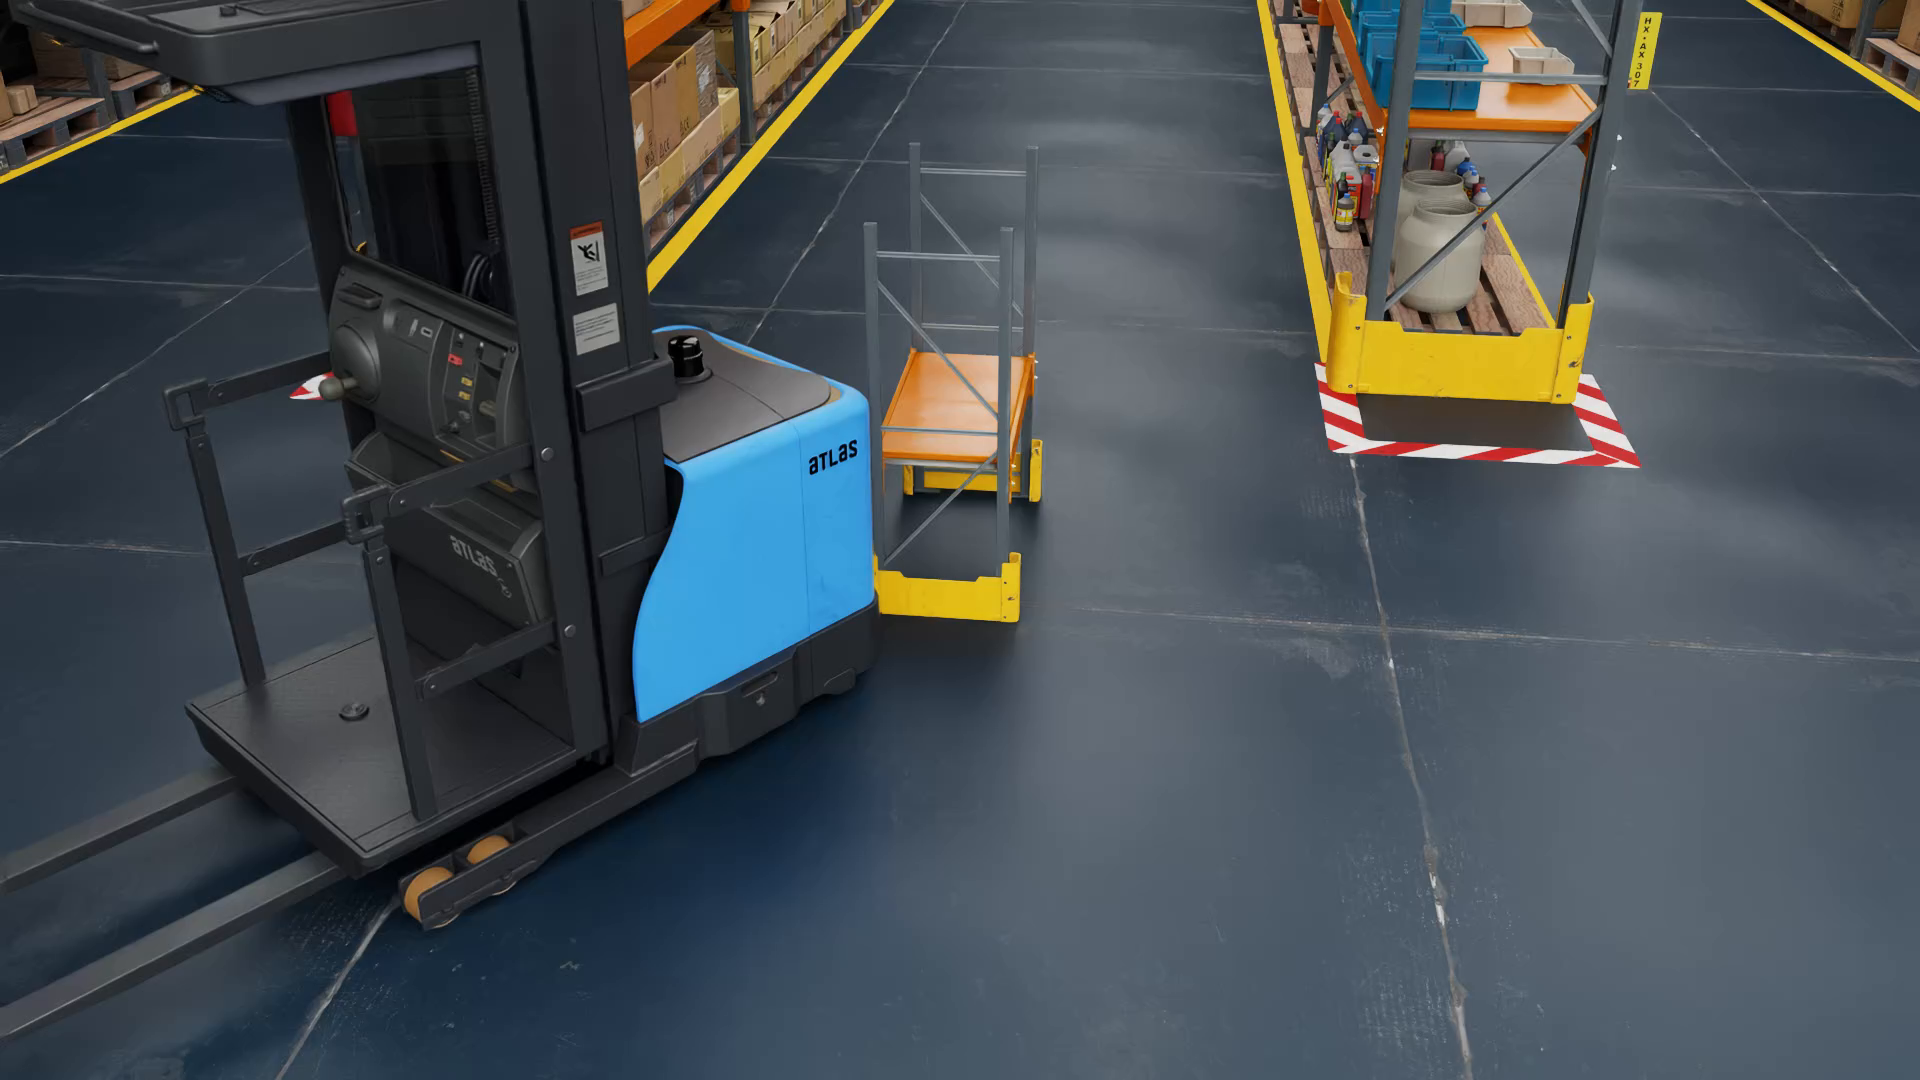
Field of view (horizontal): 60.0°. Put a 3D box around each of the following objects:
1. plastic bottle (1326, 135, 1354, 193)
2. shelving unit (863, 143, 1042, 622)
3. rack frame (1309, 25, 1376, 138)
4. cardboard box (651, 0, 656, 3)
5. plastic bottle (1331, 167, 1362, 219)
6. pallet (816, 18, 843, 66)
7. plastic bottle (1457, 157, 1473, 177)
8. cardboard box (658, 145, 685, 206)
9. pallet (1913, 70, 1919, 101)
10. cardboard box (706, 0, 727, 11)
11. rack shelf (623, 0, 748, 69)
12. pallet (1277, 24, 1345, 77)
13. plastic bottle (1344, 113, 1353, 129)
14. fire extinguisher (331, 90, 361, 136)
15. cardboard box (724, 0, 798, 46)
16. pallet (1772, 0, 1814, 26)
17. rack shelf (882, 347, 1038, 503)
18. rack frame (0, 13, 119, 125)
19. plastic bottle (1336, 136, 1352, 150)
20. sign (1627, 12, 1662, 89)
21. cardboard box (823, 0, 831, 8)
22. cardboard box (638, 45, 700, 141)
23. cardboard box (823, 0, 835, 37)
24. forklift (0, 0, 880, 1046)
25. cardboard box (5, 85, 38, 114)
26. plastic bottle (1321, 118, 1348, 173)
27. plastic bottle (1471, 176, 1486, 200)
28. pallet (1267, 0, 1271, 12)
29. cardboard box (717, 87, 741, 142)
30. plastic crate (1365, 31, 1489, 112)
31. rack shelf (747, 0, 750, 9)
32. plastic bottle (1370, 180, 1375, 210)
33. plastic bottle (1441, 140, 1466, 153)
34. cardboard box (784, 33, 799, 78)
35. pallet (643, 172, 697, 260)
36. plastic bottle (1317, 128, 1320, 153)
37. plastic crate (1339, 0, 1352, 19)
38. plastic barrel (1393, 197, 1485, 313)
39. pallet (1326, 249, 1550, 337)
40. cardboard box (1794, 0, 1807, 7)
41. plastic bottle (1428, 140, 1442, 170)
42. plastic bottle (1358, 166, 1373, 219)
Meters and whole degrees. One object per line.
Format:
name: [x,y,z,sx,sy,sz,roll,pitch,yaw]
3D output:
plastic bottle: [2.337,-2.311,10.206,0.144,0.351,0.185,3,28,6]
shelving unit: [-0.009,-0.624,6.328,0.587,1.500,1.083,3,28,6]
rack frame: [2.923,-3.928,10.879,1.000,3.000,0.127,3,28,6]
cardboard box: [-2.164,-3.568,10.105,0.700,0.500,0.500,4,29,7]
plastic bottle: [2.281,-2.047,9.794,0.152,0.276,0.135,4,29,7]
pallet: [-1.642,-4.488,14.857,1.003,0.211,1.213,3,28,6]
plastic bottle: [3.044,-2.177,10.041,0.097,0.271,0.097,0,28,0]
cardboard box: [-2.011,-2.255,10.229,0.500,0.250,0.500,3,28,6]
pallet: [8.080,-3.355,12.755,1.003,0.211,1.213,3,28,6]
cardboard box: [-2.106,-4.126,13.112,0.500,0.311,0.500,3,28,6]
rack shelf: [-2.237,-2.960,9.839,1.077,0.370,4.000,3,28,6]
pallet: [3.280,-4.221,14.362,1.003,0.211,1.213,3,28,6]
plastic bottle: [2.542,-2.642,10.891,0.061,0.283,0.133,3,28,6]
fire extinguisher: [-2.958,-2.272,7.886,0.296,0.674,0.183,3,28,6]
cardboard box: [-1.566,-4.098,13.059,0.500,0.311,0.500,2,28,5]
pallet: [8.652,-5.235,16.244,1.003,0.211,1.213,3,28,6]
rack shelf: [-0.010,-0.462,6.405,0.538,0.185,1.000,3,28,6]
rack frame: [-6.909,-4.504,11.947,1.000,3.000,0.127,3,28,6]
plastic bottle: [2.409,-2.405,10.463,0.097,0.271,0.097,0,28,0]
sign: [2.979,-2.133,7.255,0.100,0.325,0.005,3,28,6]
cardboard box: [-1.379,-4.816,14.392,0.500,0.311,0.500,3,28,5]
cardboard box: [-1.963,-2.821,10.489,0.500,0.500,0.500,3,28,6]
cardboard box: [-1.384,-4.570,14.527,0.500,0.250,0.500,3,28,6]
forklift: [-1.654,-0.467,4.527,1.130,2.935,3.031,24,36,37]
cardboard box: [-6.945,-3.197,12.044,0.380,0.166,0.250,0,28,0]
plastic bottle: [2.389,-2.511,10.577,0.144,0.351,0.185,2,28,4]
plastic bottle: [3.010,-1.984,9.670,0.061,0.283,0.133,4,29,7]
pallet: [3.621,-5.529,16.791,1.003,0.211,1.213,3,28,6]
cardboard box: [-1.832,-2.961,11.540,0.500,0.250,0.500,3,28,6]
plastic crate: [2.197,-2.233,7.888,0.499,0.251,0.616,3,28,6]
rack shelf: [-1.747,-4.842,13.334,1.077,0.370,4.000,3,28,6]
plastic bottle: [2.424,-2.081,9.936,0.097,0.201,0.097,0,28,0]
plastic bottle: [3.067,-2.393,10.359,0.144,0.351,0.185,3,28,6]
cardboard box: [-1.572,-3.852,13.194,0.500,0.250,0.500,3,28,5]
pallet: [-2.278,-2.042,10.318,1.003,0.211,1.213,3,28,6]
plastic bottle: [2.424,-2.670,11.029,0.097,0.201,0.097,0,28,0]
plastic crate: [2.477,-3.212,9.773,0.450,0.188,0.662,3,28,6]
plastic barrel: [2.438,-1.449,8.457,0.421,0.512,0.421,0,28,0]
pallet: [2.501,-1.238,8.826,1.003,0.211,1.213,3,28,6]
cardboard box: [8.551,-5.515,15.622,1.225,0.875,0.875,3,29,6]
plastic bottle: [2.962,-2.357,10.363,0.061,0.283,0.133,3,28,6]
plastic bottle: [2.387,-2.044,9.782,0.061,0.283,0.133,3,28,6]
